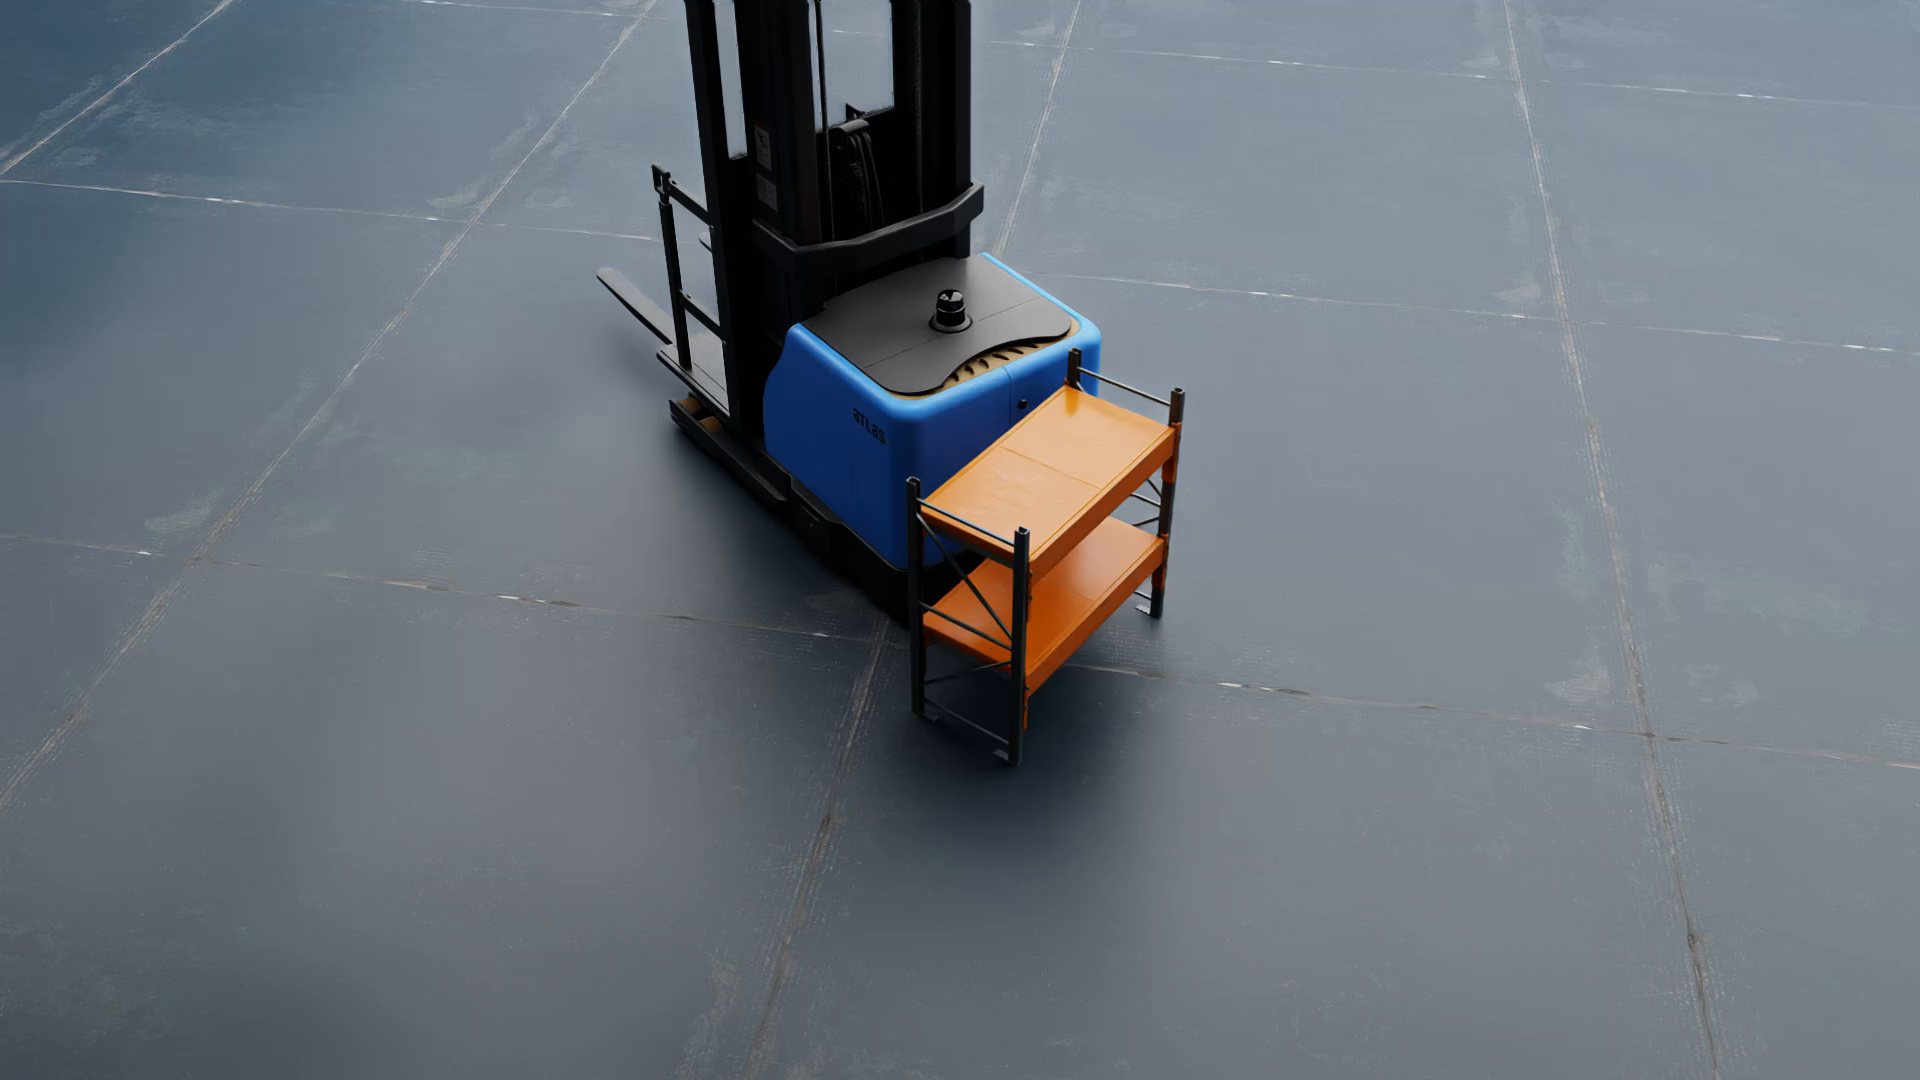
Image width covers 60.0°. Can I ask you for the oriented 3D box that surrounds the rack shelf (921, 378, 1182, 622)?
[{"bbox_3d":[0.324,-0.172,6.116,0.538,0.278,1.000,25,46,27],"label":"rack shelf"}]

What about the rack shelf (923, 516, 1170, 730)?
[{"bbox_3d":[0.324,0.242,6.458,0.538,0.278,1.000,25,46,27],"label":"rack shelf"}]

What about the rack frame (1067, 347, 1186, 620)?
[{"bbox_3d":[0.625,-0.207,6.618,0.500,1.125,0.032,25,46,27],"label":"rack frame"}]

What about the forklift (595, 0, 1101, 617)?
[{"bbox_3d":[-0.707,-1.705,7.012,1.130,2.935,3.031,-26,46,-28],"label":"forklift"}]

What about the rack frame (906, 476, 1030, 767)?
[{"bbox_3d":[0.023,0.315,5.987,0.500,1.125,0.032,25,46,27],"label":"rack frame"}]

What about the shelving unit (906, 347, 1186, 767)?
[{"bbox_3d":[0.324,0.054,6.302,0.538,1.125,1.048,25,46,27],"label":"shelving unit"}]
